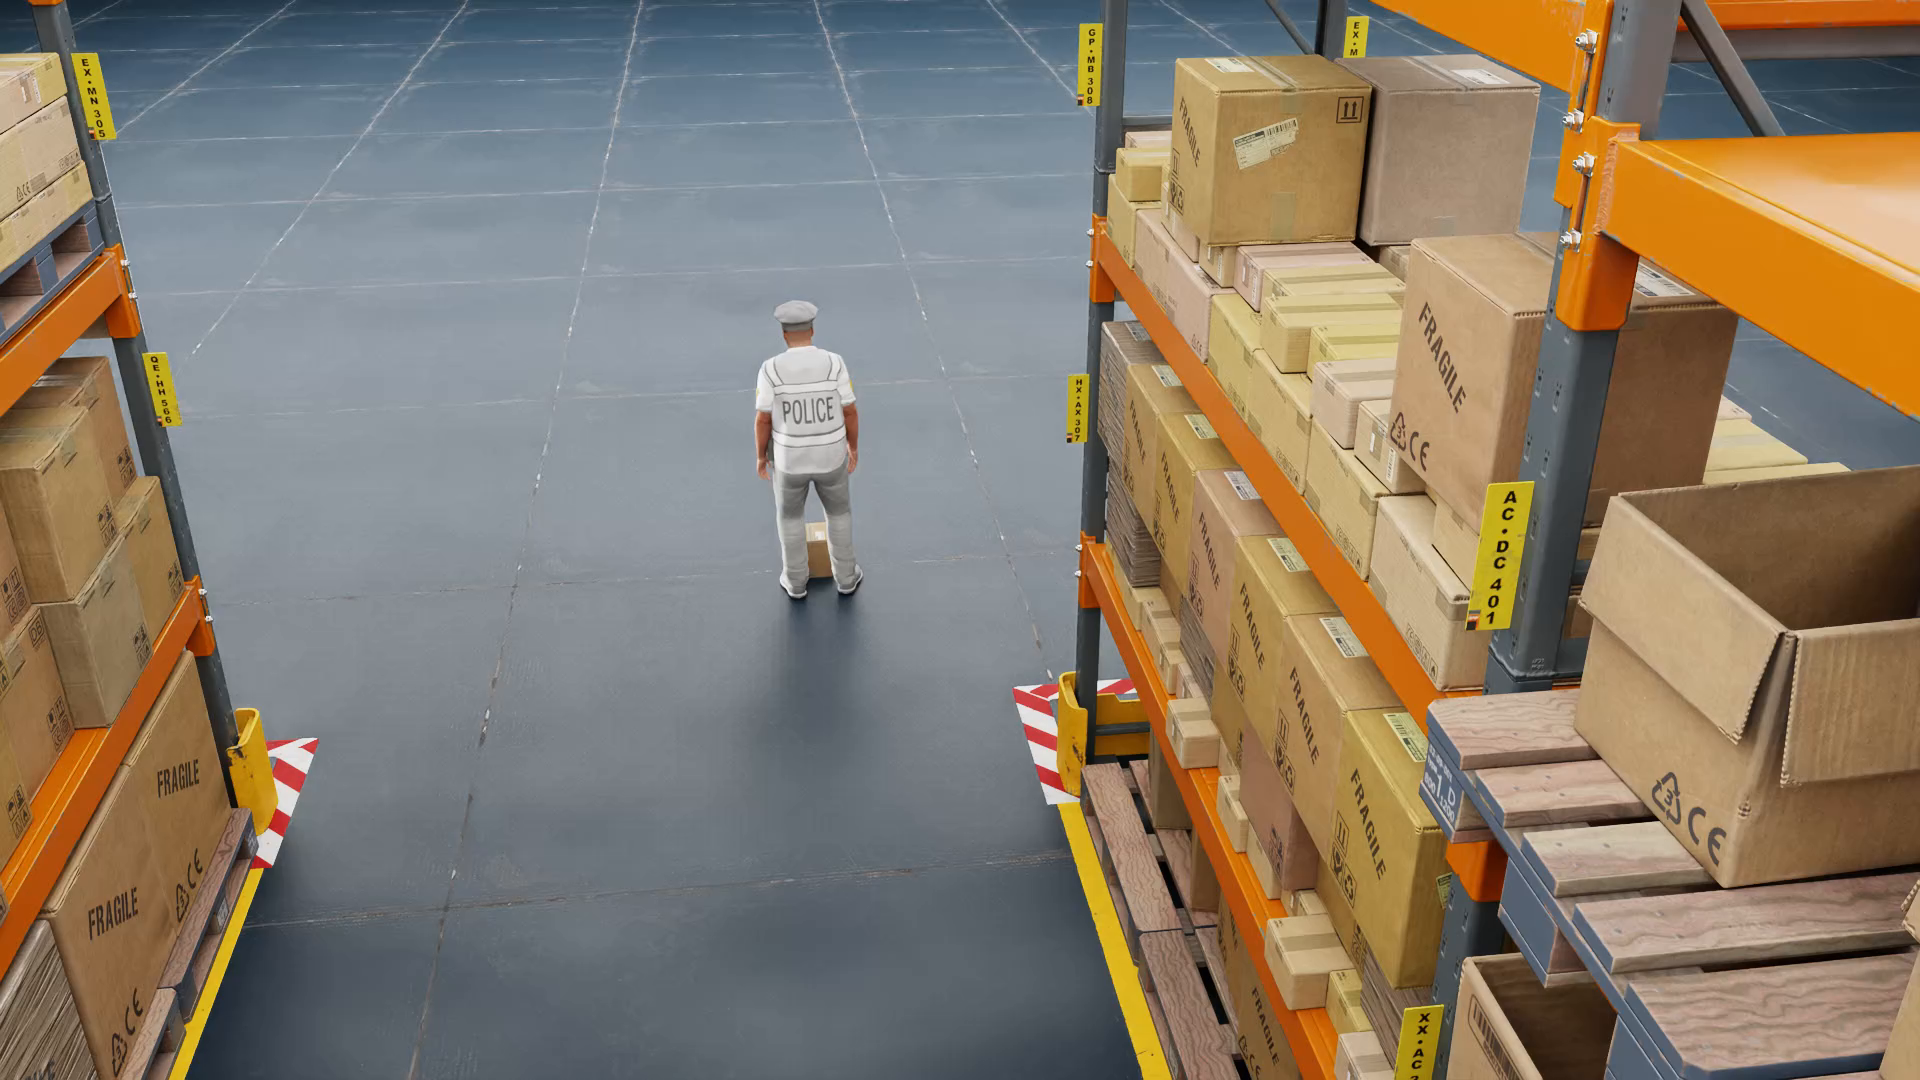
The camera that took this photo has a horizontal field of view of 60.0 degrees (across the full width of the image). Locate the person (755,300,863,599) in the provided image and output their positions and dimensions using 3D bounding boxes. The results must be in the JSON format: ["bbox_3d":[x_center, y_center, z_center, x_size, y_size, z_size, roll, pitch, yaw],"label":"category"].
[{"bbox_3d":[-0.868,-0.483,9.556,0.602,1.750,0.427,-5,27,-9],"label":"person"}]
